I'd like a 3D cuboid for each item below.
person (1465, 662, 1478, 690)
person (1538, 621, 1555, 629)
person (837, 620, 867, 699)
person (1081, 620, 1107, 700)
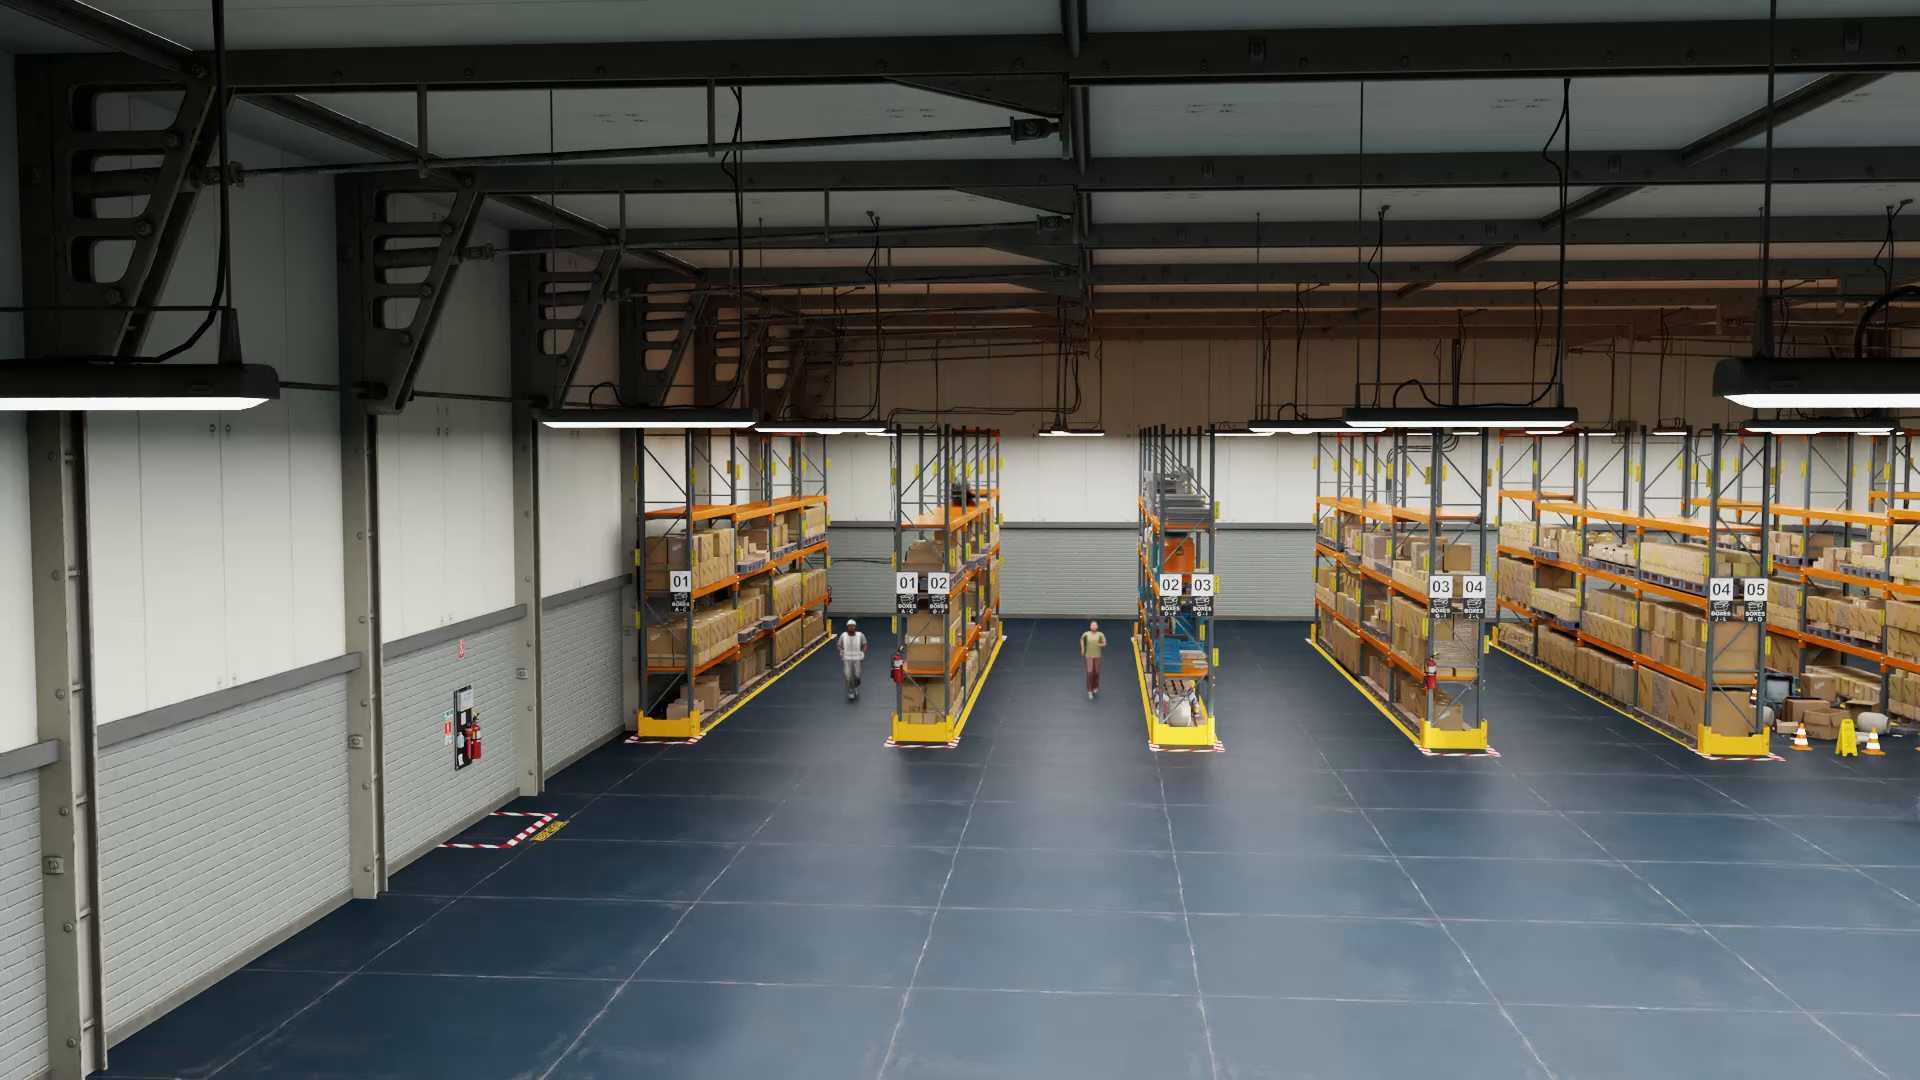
[{"bbox_3d":[11.609,2.635,37.995,0.560,1.549,0.562,0,3,4],"label":"person"},{"bbox_3d":[16.563,2.042,47.235,0.782,1.645,0.667,-2,4,-35],"label":"person"},{"bbox_3d":[-2.375,2.626,36.518,0.675,1.729,0.563,0,3,-3],"label":"person"},{"bbox_3d":[2.970,2.629,36.907,0.552,1.715,0.830,0,3,0],"label":"person"}]
